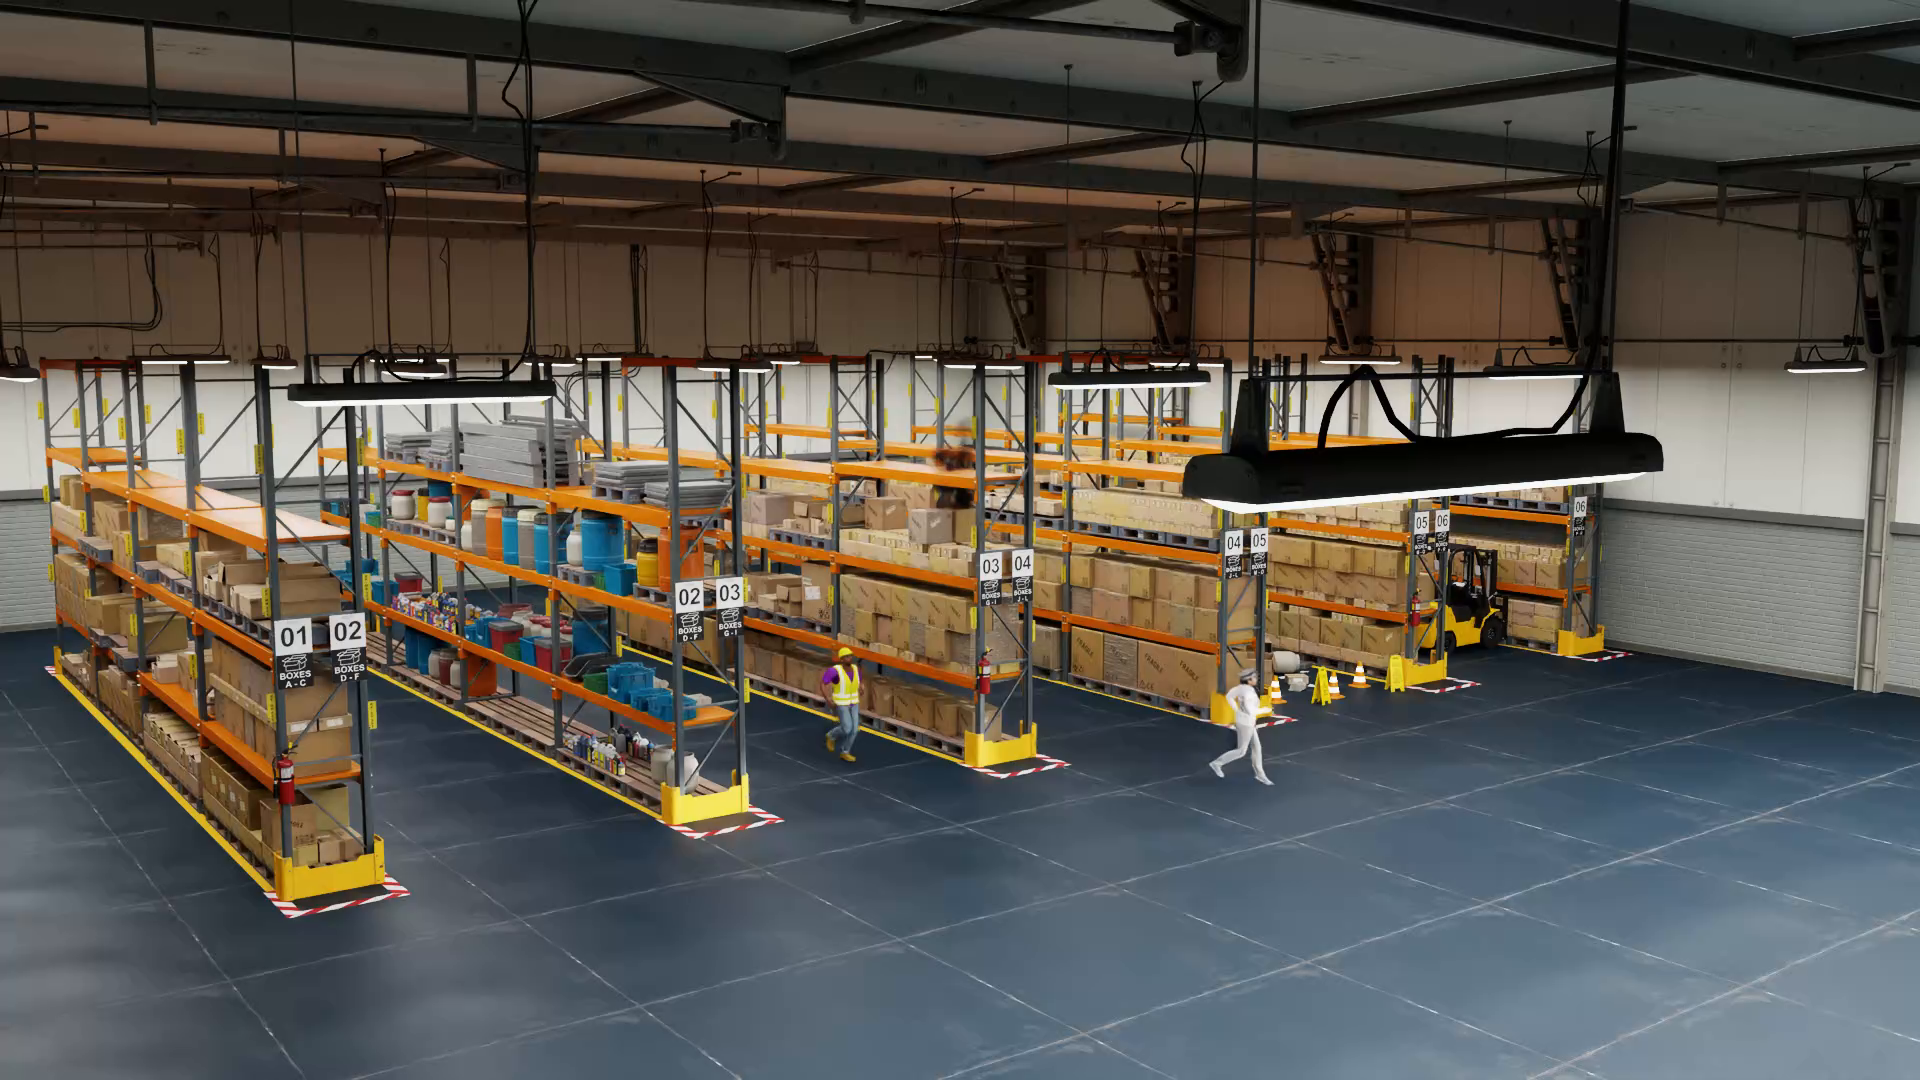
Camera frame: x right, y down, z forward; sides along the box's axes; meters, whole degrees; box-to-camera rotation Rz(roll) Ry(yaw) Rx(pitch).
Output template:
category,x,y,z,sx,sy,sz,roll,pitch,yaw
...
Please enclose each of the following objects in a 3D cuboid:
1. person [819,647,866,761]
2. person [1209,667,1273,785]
category,x,y,z,sx,sy,sz,roll,pitch,yaw
person,-1.724,2.473,25.081,0.730,1.726,0.594,-5,9,-39
person,4.022,2.665,23.717,0.923,1.727,0.623,0,7,1
